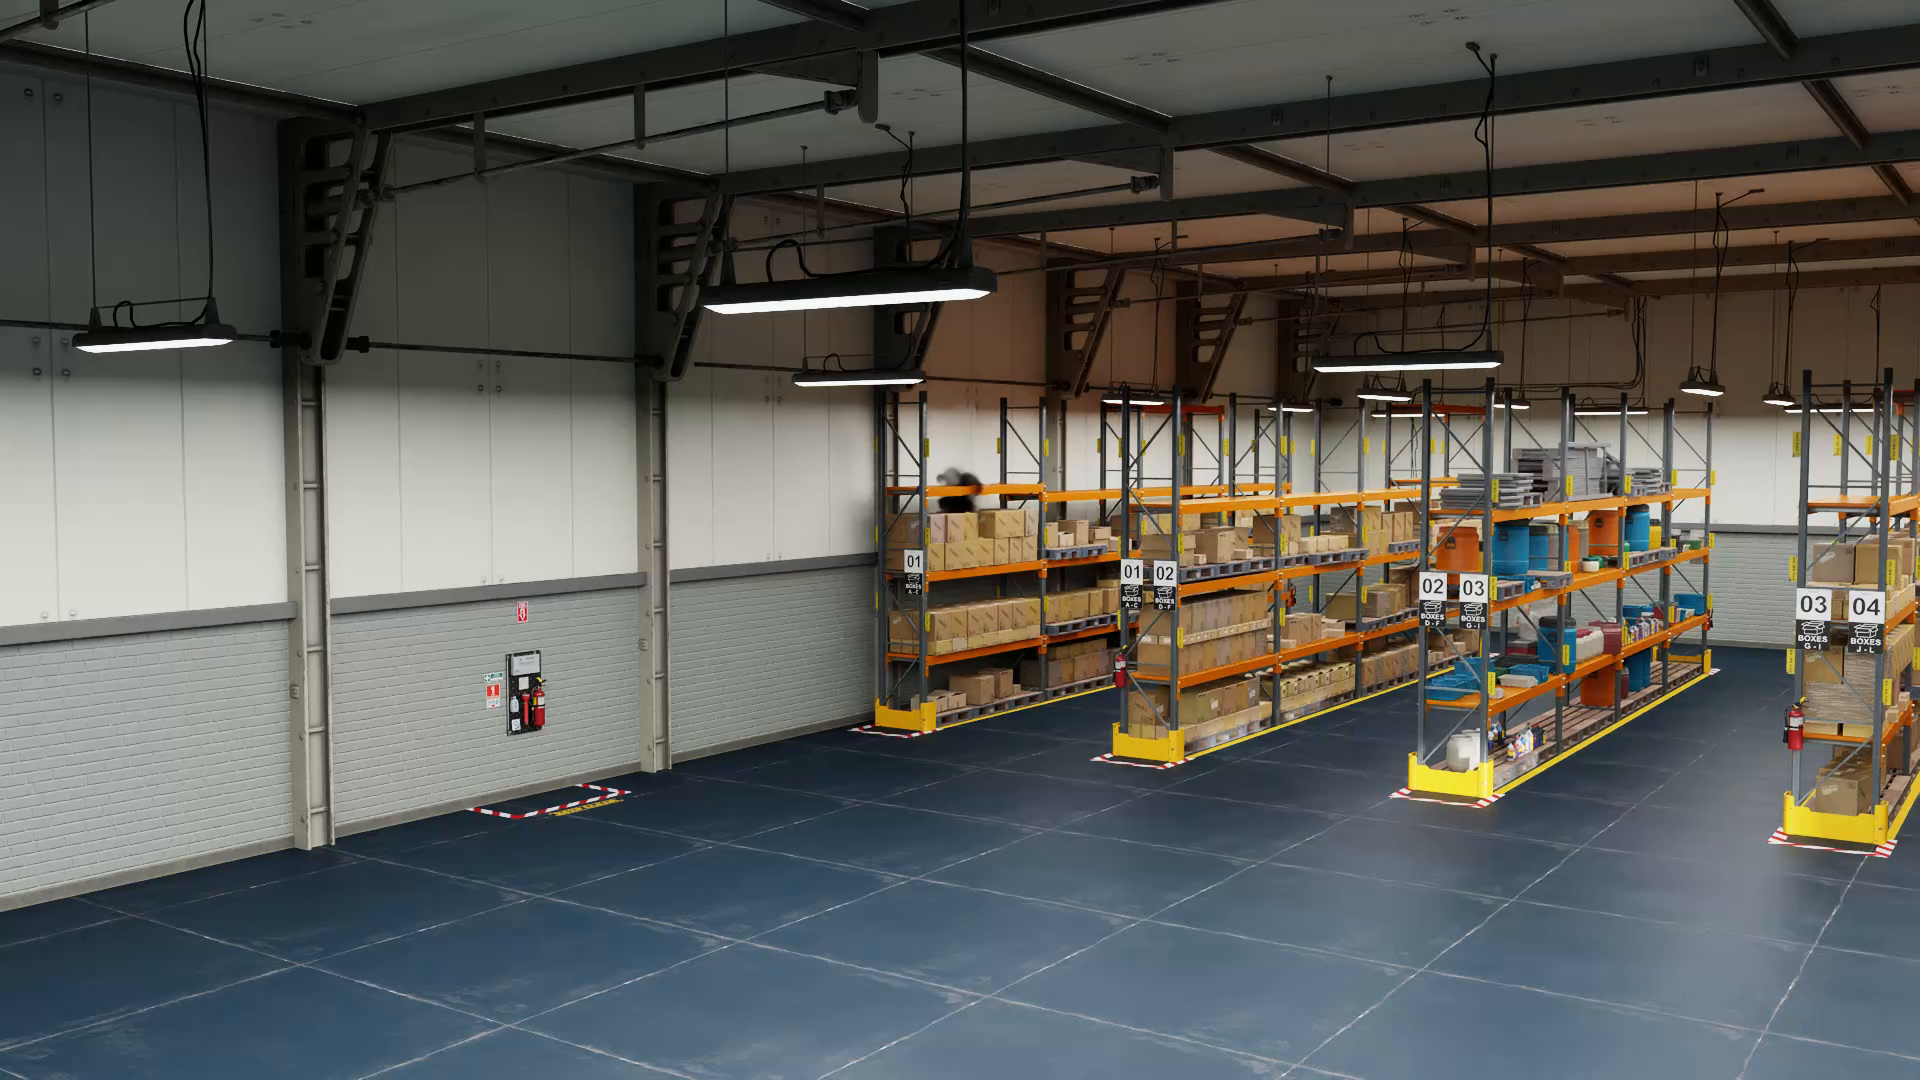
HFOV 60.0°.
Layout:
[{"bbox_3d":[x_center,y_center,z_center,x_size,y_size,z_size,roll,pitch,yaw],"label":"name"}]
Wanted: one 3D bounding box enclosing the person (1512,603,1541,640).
[{"bbox_3d":[12.311,2.179,36.115,0.552,1.738,0.845,2,4,32],"label":"person"}]
